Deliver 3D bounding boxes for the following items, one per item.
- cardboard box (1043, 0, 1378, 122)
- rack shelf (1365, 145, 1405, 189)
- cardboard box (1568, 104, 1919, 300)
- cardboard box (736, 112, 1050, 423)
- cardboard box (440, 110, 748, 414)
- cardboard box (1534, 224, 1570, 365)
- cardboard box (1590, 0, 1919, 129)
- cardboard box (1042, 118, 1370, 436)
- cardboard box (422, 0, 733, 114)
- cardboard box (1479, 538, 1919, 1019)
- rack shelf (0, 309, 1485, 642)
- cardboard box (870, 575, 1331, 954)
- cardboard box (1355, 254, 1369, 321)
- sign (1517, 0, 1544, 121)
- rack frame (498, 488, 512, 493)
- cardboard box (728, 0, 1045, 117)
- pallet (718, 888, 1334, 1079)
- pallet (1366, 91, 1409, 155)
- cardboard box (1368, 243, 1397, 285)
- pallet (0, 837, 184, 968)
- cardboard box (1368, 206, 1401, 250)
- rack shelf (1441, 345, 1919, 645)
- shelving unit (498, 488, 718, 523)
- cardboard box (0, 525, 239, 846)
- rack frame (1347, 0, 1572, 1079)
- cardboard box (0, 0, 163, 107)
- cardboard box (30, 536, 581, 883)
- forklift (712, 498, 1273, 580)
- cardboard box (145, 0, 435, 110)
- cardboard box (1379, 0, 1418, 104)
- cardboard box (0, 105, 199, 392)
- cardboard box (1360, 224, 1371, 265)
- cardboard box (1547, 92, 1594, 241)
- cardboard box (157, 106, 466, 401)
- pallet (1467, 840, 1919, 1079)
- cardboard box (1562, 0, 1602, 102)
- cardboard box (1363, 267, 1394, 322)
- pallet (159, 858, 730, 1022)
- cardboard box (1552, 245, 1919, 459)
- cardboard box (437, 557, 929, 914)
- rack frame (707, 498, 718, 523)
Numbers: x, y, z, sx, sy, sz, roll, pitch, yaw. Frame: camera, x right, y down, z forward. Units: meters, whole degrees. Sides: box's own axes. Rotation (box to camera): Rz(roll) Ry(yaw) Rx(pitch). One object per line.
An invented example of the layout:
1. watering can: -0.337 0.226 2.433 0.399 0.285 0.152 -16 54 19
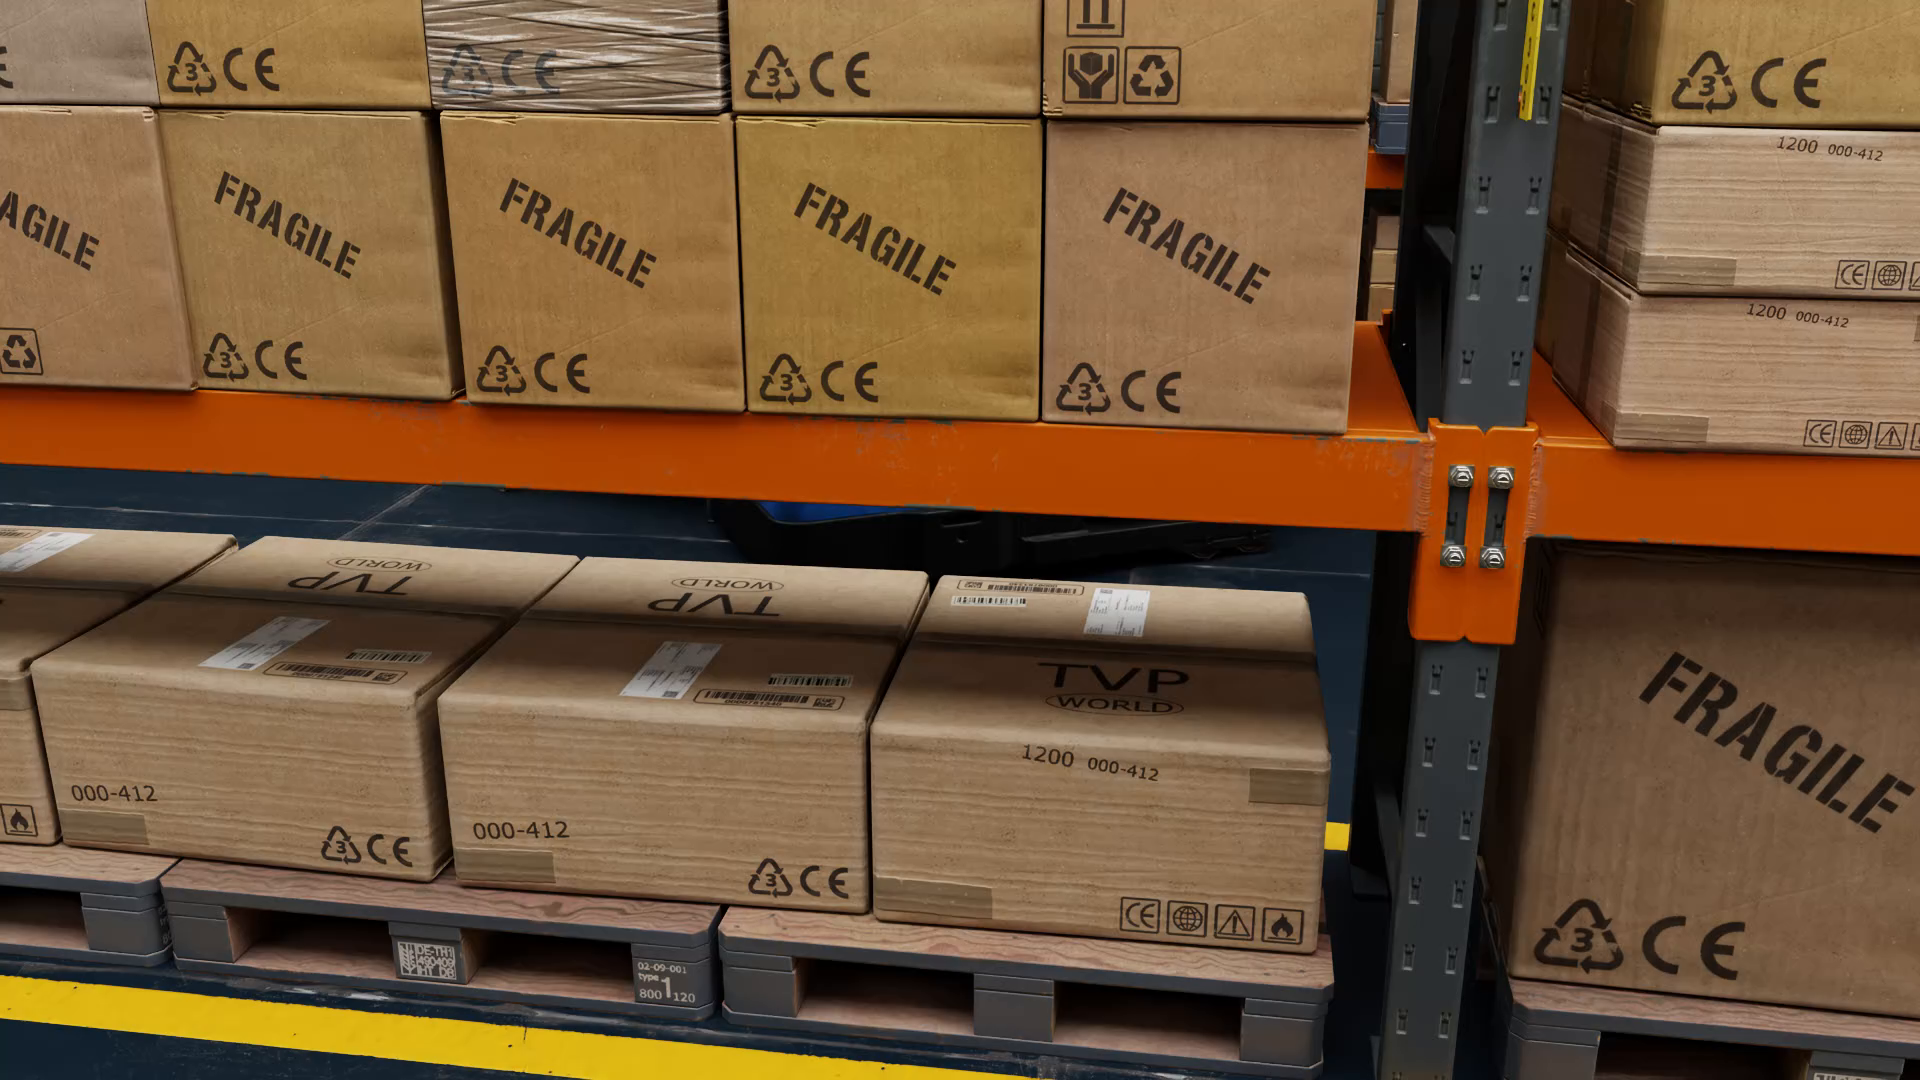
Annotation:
1. cardboard box: 0.414 -0.964 2.725 0.500 0.500 0.500 3 19 8
2. rack shelf: 3.682 -1.619 7.548 4.000 0.370 1.077 3 19 9
3. cardboard box: 1.313 -0.561 2.701 0.500 0.250 0.500 2 19 7
4. cardboard box: -0.084 -0.520 2.973 0.500 0.500 0.500 2 19 7
5. cardboard box: -0.583 -0.541 3.035 0.500 0.500 0.500 3 19 8
6. cardboard box: 1.406 -0.491 3.279 0.500 0.250 0.500 2 19 7
7. cardboard box: 1.312 -0.915 2.577 0.500 0.500 0.500 3 19 9
8. cardboard box: 0.425 -0.496 2.901 0.500 0.500 0.500 3 19 9
9. cardboard box: -0.590 -1.015 2.876 0.500 0.500 0.500 3 19 9
10. cardboard box: 1.548 0.309 3.339 0.875 0.875 0.875 4 19 10
11. rack shelf: -1.051 -0.265 3.502 4.000 0.370 1.077 3 19 9
12. cardboard box: 0.320 0.445 3.622 0.875 0.438 0.875 3 19 8
13. cardboard box: 2.239 -1.142 8.268 0.500 0.500 0.500 3 19 8
14. sign: 0.837 -0.780 2.417 0.005 0.325 0.100 3 19 9
15. rack frame: -1.799 -0.982 6.874 0.032 1.500 0.500 8 20 23
16. cardboard box: -0.086 -0.992 2.809 0.500 0.500 0.500 3 19 8
17. pallet: 0.185 0.754 3.717 1.213 0.211 1.003 3 19 9
18. pallet: 2.479 -1.895 7.543 1.213 0.211 1.003 3 19 9
19. cardboard box: 2.019 -1.281 7.659 0.250 0.149 0.380 4 19 11
20. pallet: -2.224 0.631 4.084 1.213 0.211 1.003 3 19 9
21. cardboard box: 2.029 -1.441 7.668 0.250 0.149 0.380 3 19 8
22. rack shelf: 2.898 -0.064 2.900 4.000 0.370 1.077 3 19 9
23. shelving unit: -1.336 -0.916 6.677 1.048 1.500 0.538 8 20 23
24. cardboard box: -2.359 0.311 4.023 0.875 0.438 0.875 2 19 7
25. rack frame: 0.923 -0.506 3.087 0.127 3.000 1.000 3 19 9
26. cardboard box: -1.577 -1.068 3.034 0.500 0.500 0.500 3 19 8
27. cardboard box: -1.454 0.354 3.893 0.875 0.438 0.875 3 19 10
28. forklift: 0.620 -1.467 6.068 3.031 2.935 1.130 -7 20 -20
29. cardboard box: -1.084 -1.043 2.959 0.500 0.500 0.500 3 19 9
30. cardboard box: 2.149 -2.213 7.370 0.500 0.500 0.700 3 19 10
31. cardboard box: -1.594 -0.592 3.188 0.500 0.500 0.500 3 19 8
32. cardboard box: 2.116 -1.454 8.177 0.250 0.149 0.380 2 19 6
33. cardboard box: 1.397 -0.725 3.193 0.500 0.250 0.500 3 19 9
34. cardboard box: -1.097 -0.572 3.128 0.500 0.500 0.500 4 19 10
35. pallet: 1.697 0.832 3.484 1.213 0.211 1.003 3 19 9
36. cardboard box: 1.404 -1.083 3.080 0.500 0.500 0.500 4 19 10
37. cardboard box: 2.149 -0.980 7.781 0.500 0.500 0.500 4 19 11
38. pallet: -1.023 0.693 3.898 1.213 0.211 1.003 3 19 9
39. cardboard box: 1.316 -0.330 2.797 0.500 0.250 0.500 2 19 7
40. cardboard box: -0.564 0.400 3.756 0.875 0.438 0.875 2 19 7
41. rack frame: -0.872 -0.850 6.480 0.032 1.500 0.500 8 20 23
